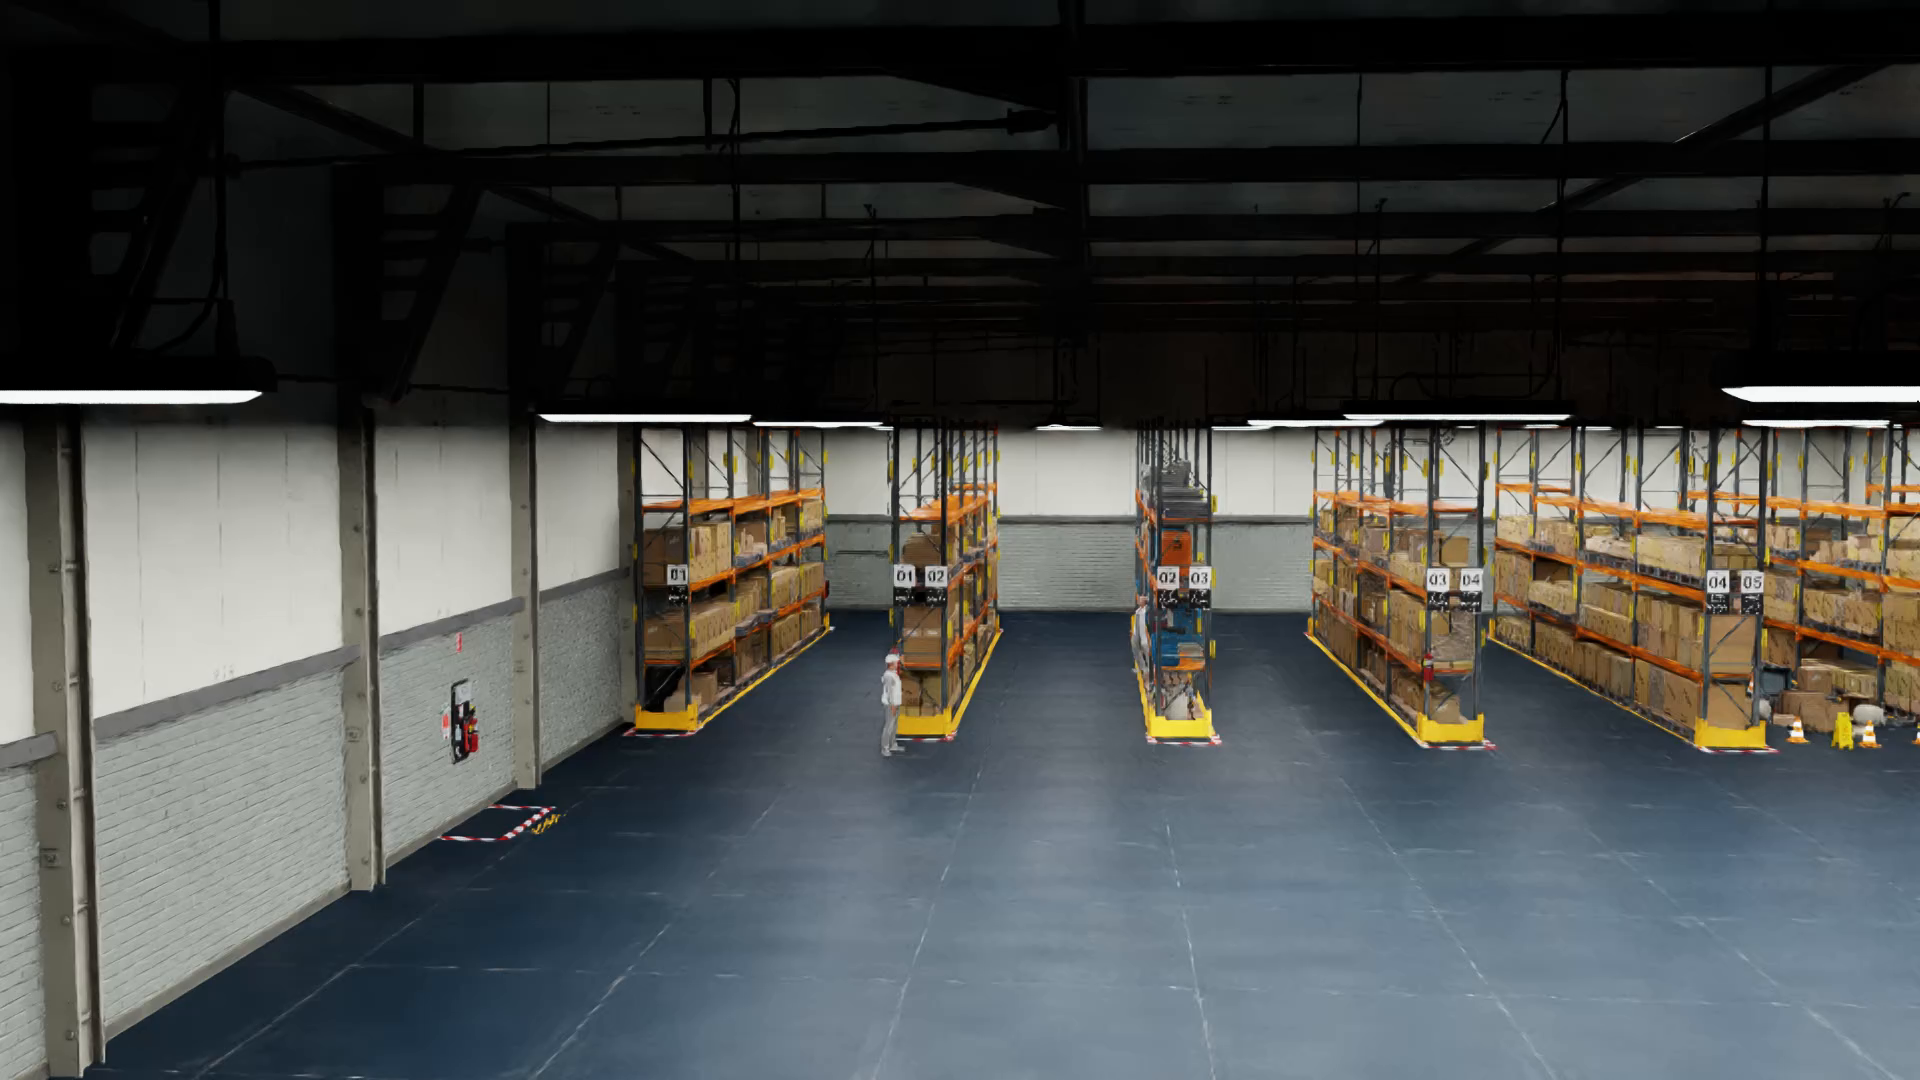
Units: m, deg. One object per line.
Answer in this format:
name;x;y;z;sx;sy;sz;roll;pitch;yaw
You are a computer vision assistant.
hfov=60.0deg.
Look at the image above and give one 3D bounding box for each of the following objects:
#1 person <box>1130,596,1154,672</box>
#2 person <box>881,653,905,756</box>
person;4.213;2.163;38.206;0.489;1.742;0.612;-3;5;-38
person;-1.199;2.897;29.457;0.382;1.772;0.659;0;4;6
